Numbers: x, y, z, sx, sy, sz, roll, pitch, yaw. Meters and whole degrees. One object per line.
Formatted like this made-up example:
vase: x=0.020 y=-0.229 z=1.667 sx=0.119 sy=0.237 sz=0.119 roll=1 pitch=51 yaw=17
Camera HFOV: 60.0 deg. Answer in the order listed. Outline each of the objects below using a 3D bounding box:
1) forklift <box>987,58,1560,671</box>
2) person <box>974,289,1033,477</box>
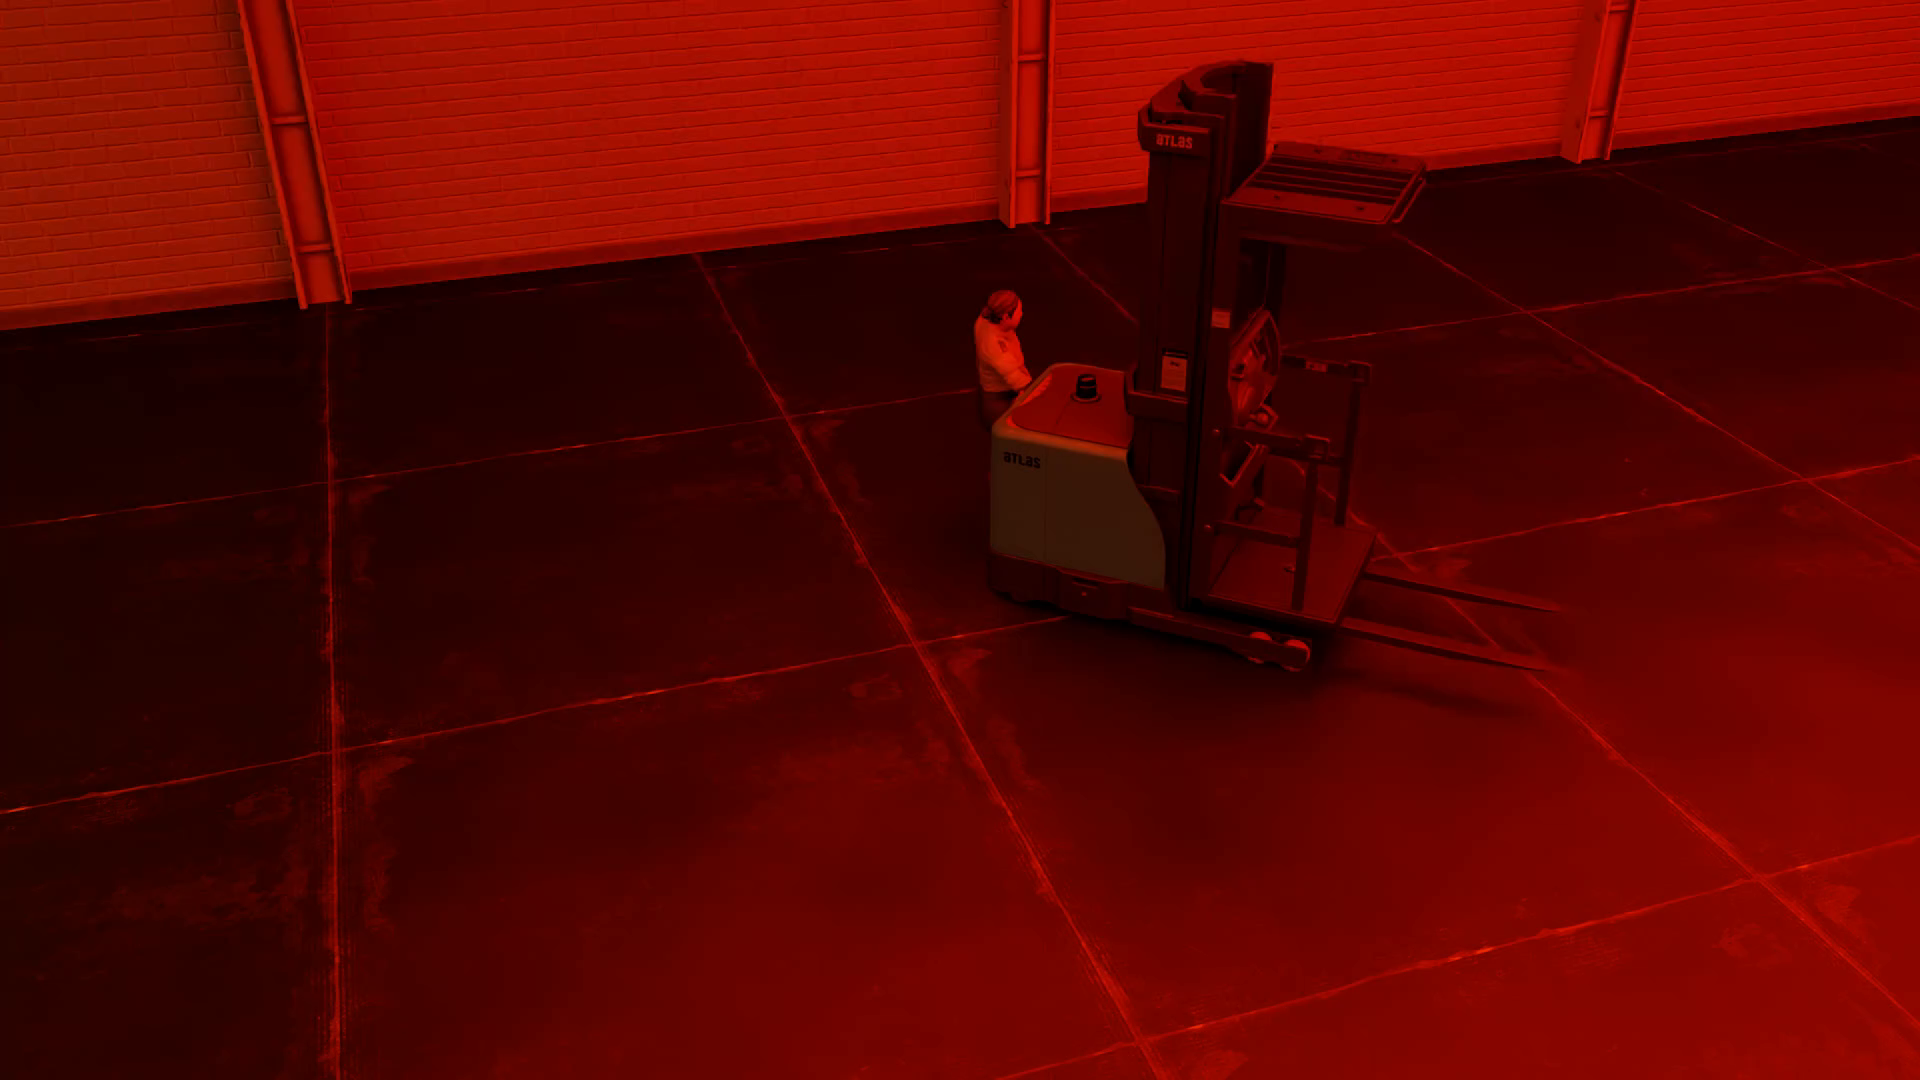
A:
forklift: x=1.716 y=-0.877 z=8.610 sx=3.031 sy=2.935 sz=1.130 roll=12 pitch=32 yaw=21
person: x=0.408 y=-0.834 z=9.849 sx=0.620 sy=1.402 sz=0.762 roll=-4 pitch=30 yaw=-6
